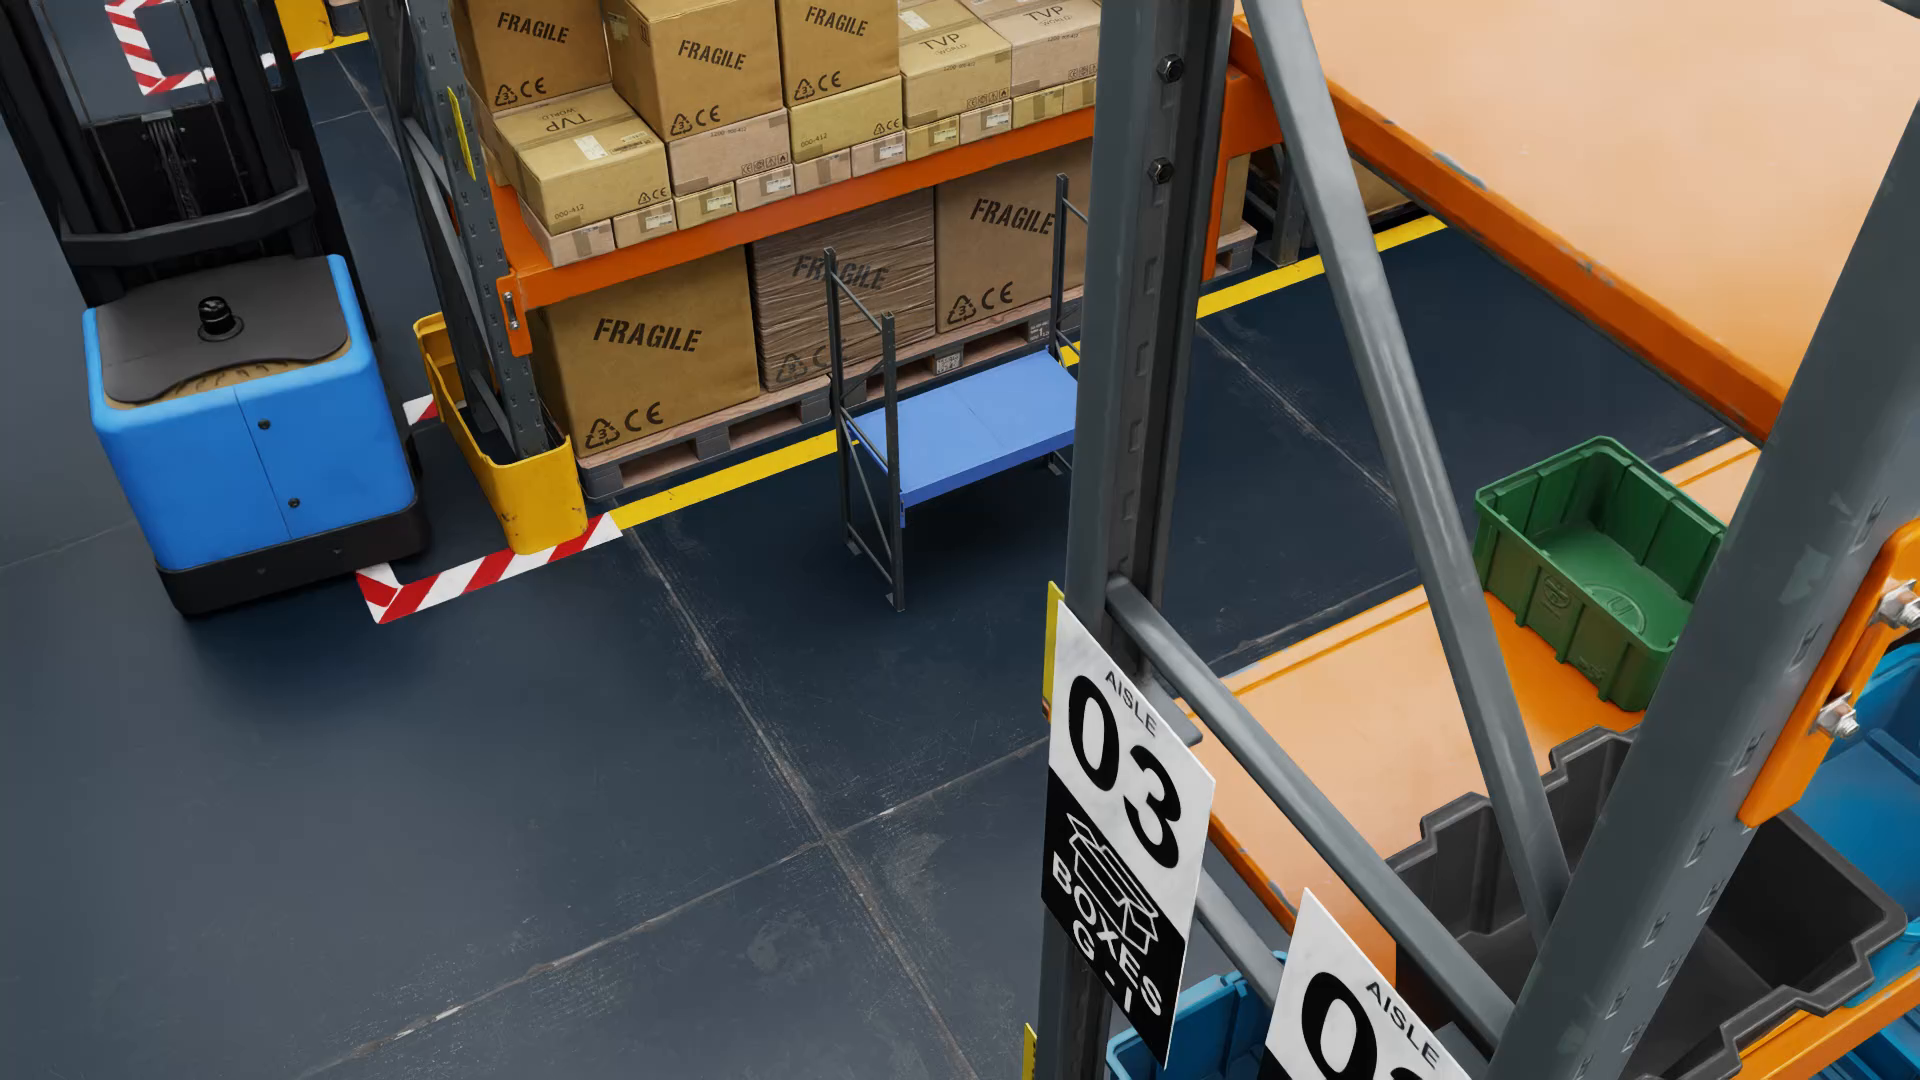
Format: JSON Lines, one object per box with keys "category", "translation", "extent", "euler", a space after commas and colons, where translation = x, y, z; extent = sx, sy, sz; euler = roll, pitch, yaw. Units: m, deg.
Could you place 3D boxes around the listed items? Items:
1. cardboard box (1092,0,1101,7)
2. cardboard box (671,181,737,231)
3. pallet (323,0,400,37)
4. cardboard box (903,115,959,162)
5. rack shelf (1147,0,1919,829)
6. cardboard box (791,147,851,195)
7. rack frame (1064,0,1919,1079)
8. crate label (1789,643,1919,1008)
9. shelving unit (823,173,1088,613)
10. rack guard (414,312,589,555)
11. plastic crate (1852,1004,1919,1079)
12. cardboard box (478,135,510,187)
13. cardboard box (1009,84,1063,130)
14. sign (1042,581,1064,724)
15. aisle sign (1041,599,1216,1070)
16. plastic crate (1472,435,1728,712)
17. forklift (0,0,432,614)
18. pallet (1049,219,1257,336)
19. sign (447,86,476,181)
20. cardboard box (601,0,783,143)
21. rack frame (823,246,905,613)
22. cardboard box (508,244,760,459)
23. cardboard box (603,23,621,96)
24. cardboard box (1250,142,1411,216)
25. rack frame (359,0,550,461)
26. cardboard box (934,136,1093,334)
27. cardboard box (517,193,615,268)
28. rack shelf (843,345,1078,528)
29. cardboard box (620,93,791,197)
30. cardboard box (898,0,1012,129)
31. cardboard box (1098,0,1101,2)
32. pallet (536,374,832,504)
{"category": "cardboard box", "translation": [0.757, -2.363, 7.354], "extent": [0.500, 0.250, 0.500], "euler": [-20, 48, -20]}
{"category": "cardboard box", "translation": [-1.096, -1.427, 6.677], "extent": [0.250, 0.149, 0.380], "euler": [-23, 49, -22]}
{"category": "pallet", "translation": [-3.607, -3.731, 10.872], "extent": [1.213, 0.211, 1.003], "euler": [-22, 48, -21]}
{"category": "cardboard box", "translation": [-0.206, -1.783, 7.043], "extent": [0.250, 0.149, 0.380], "euler": [-23, 49, -22]}
{"category": "rack shelf", "translation": [2.190, -0.869, 2.417], "extent": [4.000, 0.370, 1.077], "euler": [-22, 48, -21]}
{"category": "cardboard box", "translation": [-0.649, -1.606, 6.861], "extent": [0.250, 0.149, 0.380], "euler": [-23, 49, -22]}
{"category": "rack frame", "translation": [0.456, -0.577, 1.312], "extent": [0.127, 3.000, 1.000], "euler": [-22, 48, -21]}
{"category": "crate label", "translation": [1.417, 0.428, 2.537], "extent": [0.502, 0.251, 0.408], "euler": [-22, 48, -21]}
{"category": "shelving unit", "translation": [0.074, -0.568, 6.688], "extent": [1.048, 1.500, 0.538], "euler": [-22, 48, -21]}
{"category": "rack guard", "translation": [-2.032, -0.509, 7.345], "extent": [0.348, 0.500, 1.175], "euler": [-22, 48, -21]}
{"category": "plastic crate", "translation": [2.236, 1.167, 3.900], "extent": [0.300, 0.233, 0.416], "euler": [-22, 48, -21]}
{"category": "cardboard box", "translation": [-1.867, -1.647, 6.903], "extent": [0.250, 0.149, 0.380], "euler": [-21, 48, -20]}
{"category": "cardboard box", "translation": [0.242, -1.963, 7.228], "extent": [0.250, 0.149, 0.380], "euler": [-23, 48, -22]}
{"category": "sign", "translation": [0.168, 0.211, 2.730], "extent": [0.005, 0.325, 0.100], "euler": [-22, 48, -21]}
{"category": "aisle sign", "translation": [0.248, 0.491, 2.653], "extent": [0.004, 0.787, 0.394], "euler": [-22, 48, -21]}
{"category": "plastic crate", "translation": [1.169, 0.061, 2.961], "extent": [0.336, 0.188, 0.450], "euler": [-22, 48, -21]}
{"category": "forklift", "translation": [-3.303, -1.787, 6.916], "extent": [1.130, 2.935, 3.031], "euler": [-17, 47, -17]}
{"category": "pallet", "translation": [0.759, -1.585, 8.661], "extent": [1.213, 0.211, 1.003], "euler": [-22, 48, -21]}
{"category": "sign", "translation": [-1.740, -1.417, 5.807], "extent": [0.005, 0.325, 0.100], "euler": [-22, 48, -21]}
{"category": "cardboard box", "translation": [-1.027, -1.914, 6.353], "extent": [0.500, 0.500, 0.500], "euler": [-23, 49, -22]}
{"category": "rack frame", "translation": [-0.367, -0.391, 6.506], "extent": [0.032, 1.500, 0.500], "euler": [-22, 48, -21]}
{"category": "cardboard box", "translation": [-1.496, -1.073, 7.356], "extent": [0.875, 0.875, 0.875], "euler": [-22, 48, -21]}
{"category": "cardboard box", "translation": [-1.283, -1.972, 6.951], "extent": [0.500, 0.250, 0.500], "euler": [-23, 49, -22]}
{"category": "cardboard box", "translation": [2.002, -2.425, 8.748], "extent": [0.875, 0.875, 1.225], "euler": [-22, 48, -21]}
{"category": "rack frame", "translation": [-2.011, -1.415, 6.483], "extent": [0.127, 3.000, 1.000], "euler": [-22, 48, -21]}
{"category": "cardboard box", "translation": [0.064, -1.698, 7.999], "extent": [0.875, 0.875, 0.875], "euler": [-22, 48, -21]}
{"category": "cardboard box", "translation": [-1.539, -1.248, 6.492], "extent": [0.250, 0.149, 0.380], "euler": [-21, 48, -21]}
{"category": "rack shelf", "translation": [0.074, -0.439, 6.813], "extent": [1.000, 0.185, 0.538], "euler": [-22, 48, -21]}
{"category": "cardboard box", "translation": [-1.013, -1.655, 6.625], "extent": [0.500, 0.250, 0.500], "euler": [-22, 48, -21]}
{"category": "cardboard box", "translation": [-0.126, -2.012, 6.993], "extent": [0.500, 0.250, 0.500], "euler": [-23, 49, -22]}
{"category": "cardboard box", "translation": [0.755, -2.632, 7.093], "extent": [0.500, 0.500, 0.500], "euler": [-21, 48, -21]}
{"category": "pallet", "translation": [-1.357, -0.739, 7.789], "extent": [1.213, 0.211, 1.003], "euler": [-22, 48, -21]}
